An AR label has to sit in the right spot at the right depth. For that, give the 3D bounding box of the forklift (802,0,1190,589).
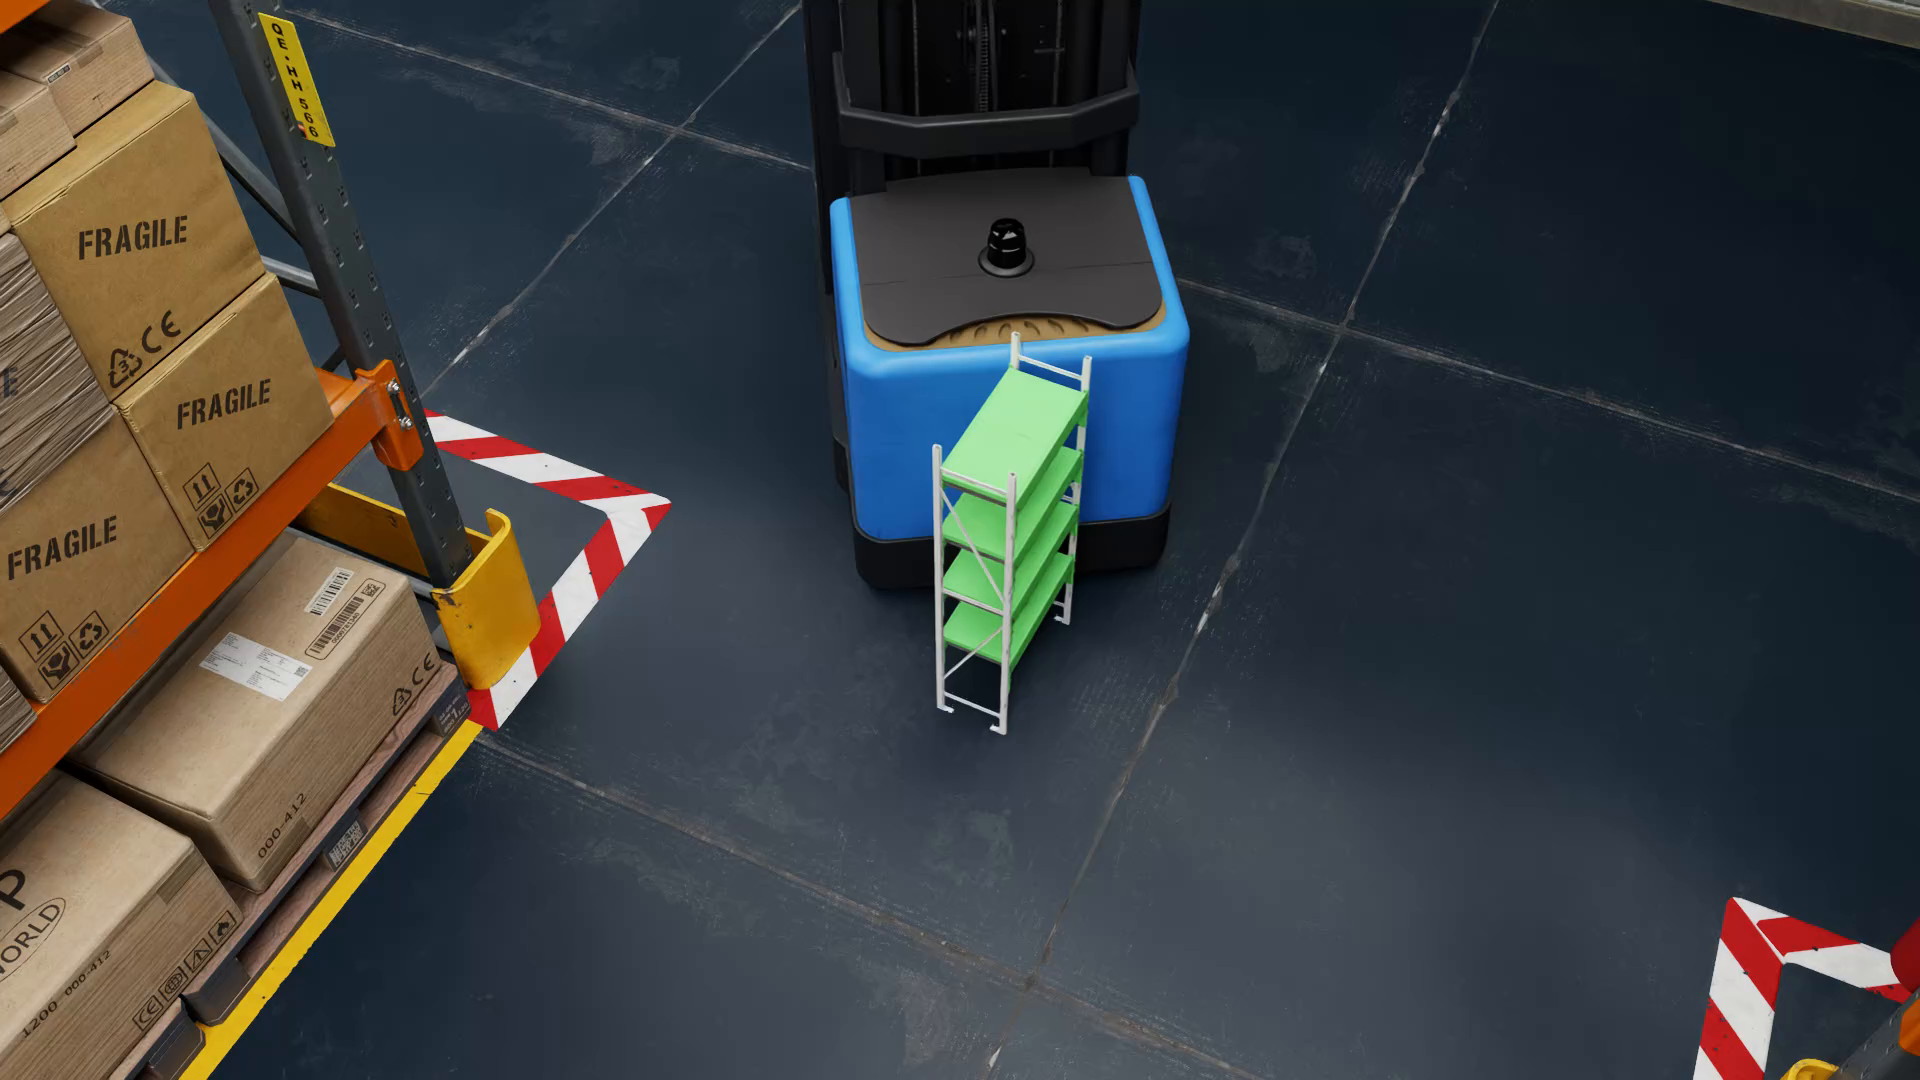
[{"bbox_3d":[0.008,-1.923,5.461,1.130,2.935,3.031,-5,50,-4],"label":"forklift"}]

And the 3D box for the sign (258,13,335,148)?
[{"bbox_3d":[-1.492,-1.031,3.742,0.100,0.325,0.005,20,52,16],"label":"sign"}]

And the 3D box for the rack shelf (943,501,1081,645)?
[{"bbox_3d":[0.147,0.056,4.999,0.258,0.148,0.480,21,53,17],"label":"rack shelf"}]

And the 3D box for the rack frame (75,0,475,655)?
[{"bbox_3d":[-1.977,-0.765,4.432,1.000,3.000,0.127,20,52,16],"label":"rack frame"}]

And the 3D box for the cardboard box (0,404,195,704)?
[{"bbox_3d":[-2.172,-0.039,3.748,0.500,0.500,0.500,19,52,15],"label":"cardboard box"}]

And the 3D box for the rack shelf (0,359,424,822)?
[{"bbox_3d":[-2.832,0.845,3.534,1.077,0.370,4.000,20,52,16],"label":"rack shelf"}]

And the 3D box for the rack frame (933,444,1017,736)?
[{"bbox_3d":[0.038,0.181,4.808,0.240,1.200,0.015,21,53,17],"label":"rack frame"}]

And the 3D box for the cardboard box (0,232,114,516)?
[{"bbox_3d":[-2.165,-0.343,3.350,0.500,0.500,0.500,20,52,16],"label":"cardboard box"}]

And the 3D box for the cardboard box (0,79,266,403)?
[{"bbox_3d":[-1.968,-0.712,3.664,0.500,0.500,0.500,21,53,17],"label":"cardboard box"}]

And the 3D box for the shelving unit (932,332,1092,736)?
[{"bbox_3d":[0.147,0.014,4.950,0.258,1.200,0.503,21,53,17],"label":"shelving unit"}]

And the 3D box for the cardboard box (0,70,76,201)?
[{"bbox_3d":[-2.036,-0.837,3.345,0.380,0.149,0.250,21,53,17],"label":"cardboard box"}]

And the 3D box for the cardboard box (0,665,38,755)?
[{"bbox_3d":[-2.383,0.319,3.444,0.500,0.500,0.500,21,53,17],"label":"cardboard box"}]

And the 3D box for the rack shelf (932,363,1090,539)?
[{"bbox_3d":[0.147,-0.255,4.633,0.258,0.148,0.480,21,53,17],"label":"rack shelf"}]

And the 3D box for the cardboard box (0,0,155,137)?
[{"bbox_3d":[-1.949,-1.020,3.500,0.380,0.149,0.250,20,53,17],"label":"cardboard box"}]

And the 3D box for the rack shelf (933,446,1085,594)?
[{"bbox_3d":[0.147,-0.100,4.816,0.258,0.148,0.480,21,53,17],"label":"rack shelf"}]

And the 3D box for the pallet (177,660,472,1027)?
[{"bbox_3d":[-2.248,0.715,5.003,1.003,0.211,1.213,20,52,16],"label":"pallet"}]

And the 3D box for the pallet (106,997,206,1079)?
[{"bbox_3d":[-2.770,1.552,4.291,1.003,0.211,1.213,20,52,16],"label":"pallet"}]

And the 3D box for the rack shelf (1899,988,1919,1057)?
[{"bbox_3d":[1.658,2.458,2.162,1.077,0.370,4.000,20,52,16],"label":"rack shelf"}]

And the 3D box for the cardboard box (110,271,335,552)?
[{"bbox_3d":[-1.944,-0.379,4.038,0.500,0.500,0.500,20,53,16],"label":"cardboard box"}]

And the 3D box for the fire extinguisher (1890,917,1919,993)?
[{"bbox_3d":[2.157,0.742,3.445,0.296,0.674,0.183,20,52,16],"label":"fire extinguisher"}]

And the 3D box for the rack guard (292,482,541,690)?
[{"bbox_3d":[-1.967,0.028,5.398,1.175,0.500,0.348,20,52,16],"label":"rack guard"}]

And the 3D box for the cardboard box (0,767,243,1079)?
[{"bbox_3d":[-2.552,1.049,4.294,0.875,0.438,0.875,21,53,17],"label":"cardboard box"}]

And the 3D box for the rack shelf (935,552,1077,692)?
[{"bbox_3d":[0.147,0.211,5.181,0.258,0.148,0.480,21,53,17],"label":"rack shelf"}]

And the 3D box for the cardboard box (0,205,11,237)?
[{"bbox_3d":[-2.070,-0.632,3.170,0.380,0.149,0.250,19,52,16],"label":"cardboard box"}]

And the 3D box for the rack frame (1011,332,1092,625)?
[{"bbox_3d":[0.255,-0.152,5.092,0.240,1.200,0.015,21,53,17],"label":"rack frame"}]

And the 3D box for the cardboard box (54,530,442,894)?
[{"bbox_3d":[-2.169,0.416,4.833,0.875,0.438,0.875,18,52,15],"label":"cardboard box"}]

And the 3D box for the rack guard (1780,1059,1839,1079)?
[{"bbox_3d":[2.480,1.710,3.967,1.175,0.500,0.348,20,52,16],"label":"rack guard"}]
